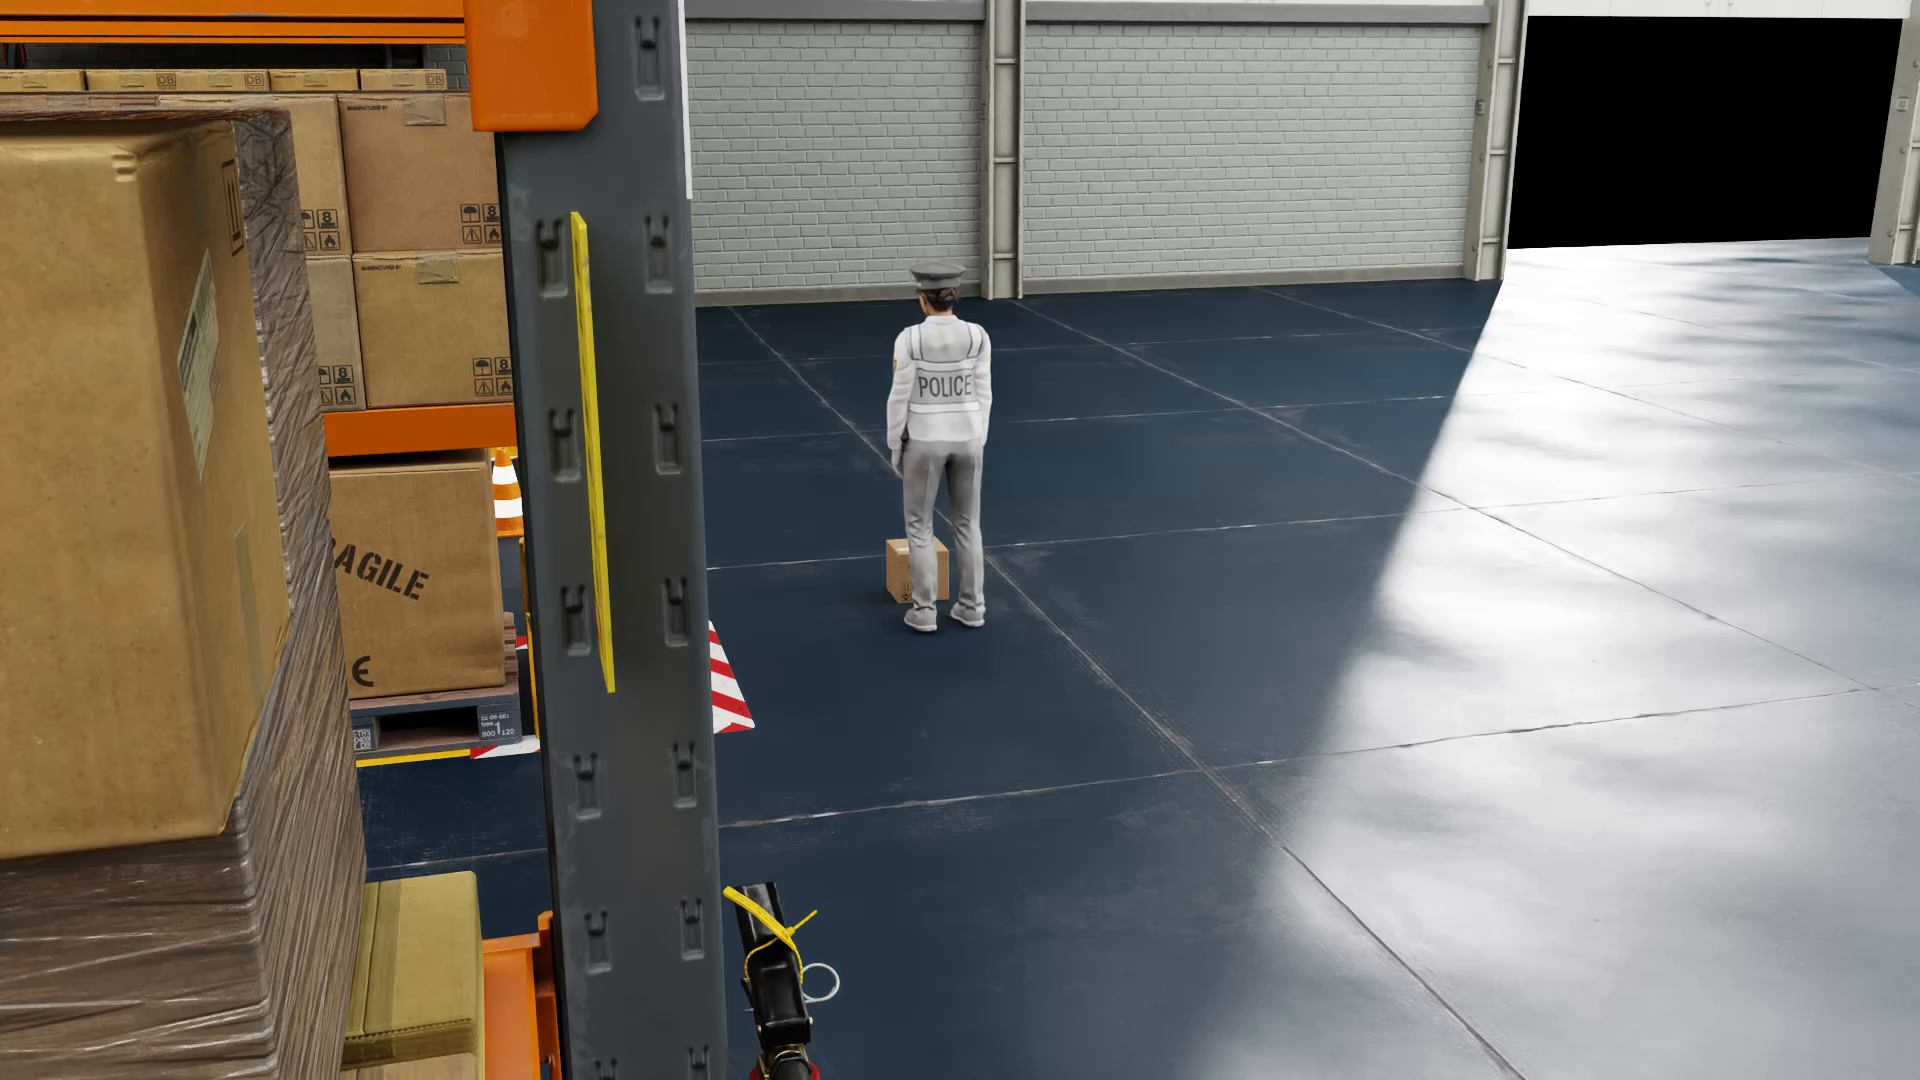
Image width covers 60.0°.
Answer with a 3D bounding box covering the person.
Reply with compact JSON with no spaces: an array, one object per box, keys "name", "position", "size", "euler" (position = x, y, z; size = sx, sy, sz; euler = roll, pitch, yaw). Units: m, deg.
[{"name":"person","position":[-0.097,-0.408,7.463],"size":[0.471,1.666,0.327],"euler":[-4,17,-14]}]
